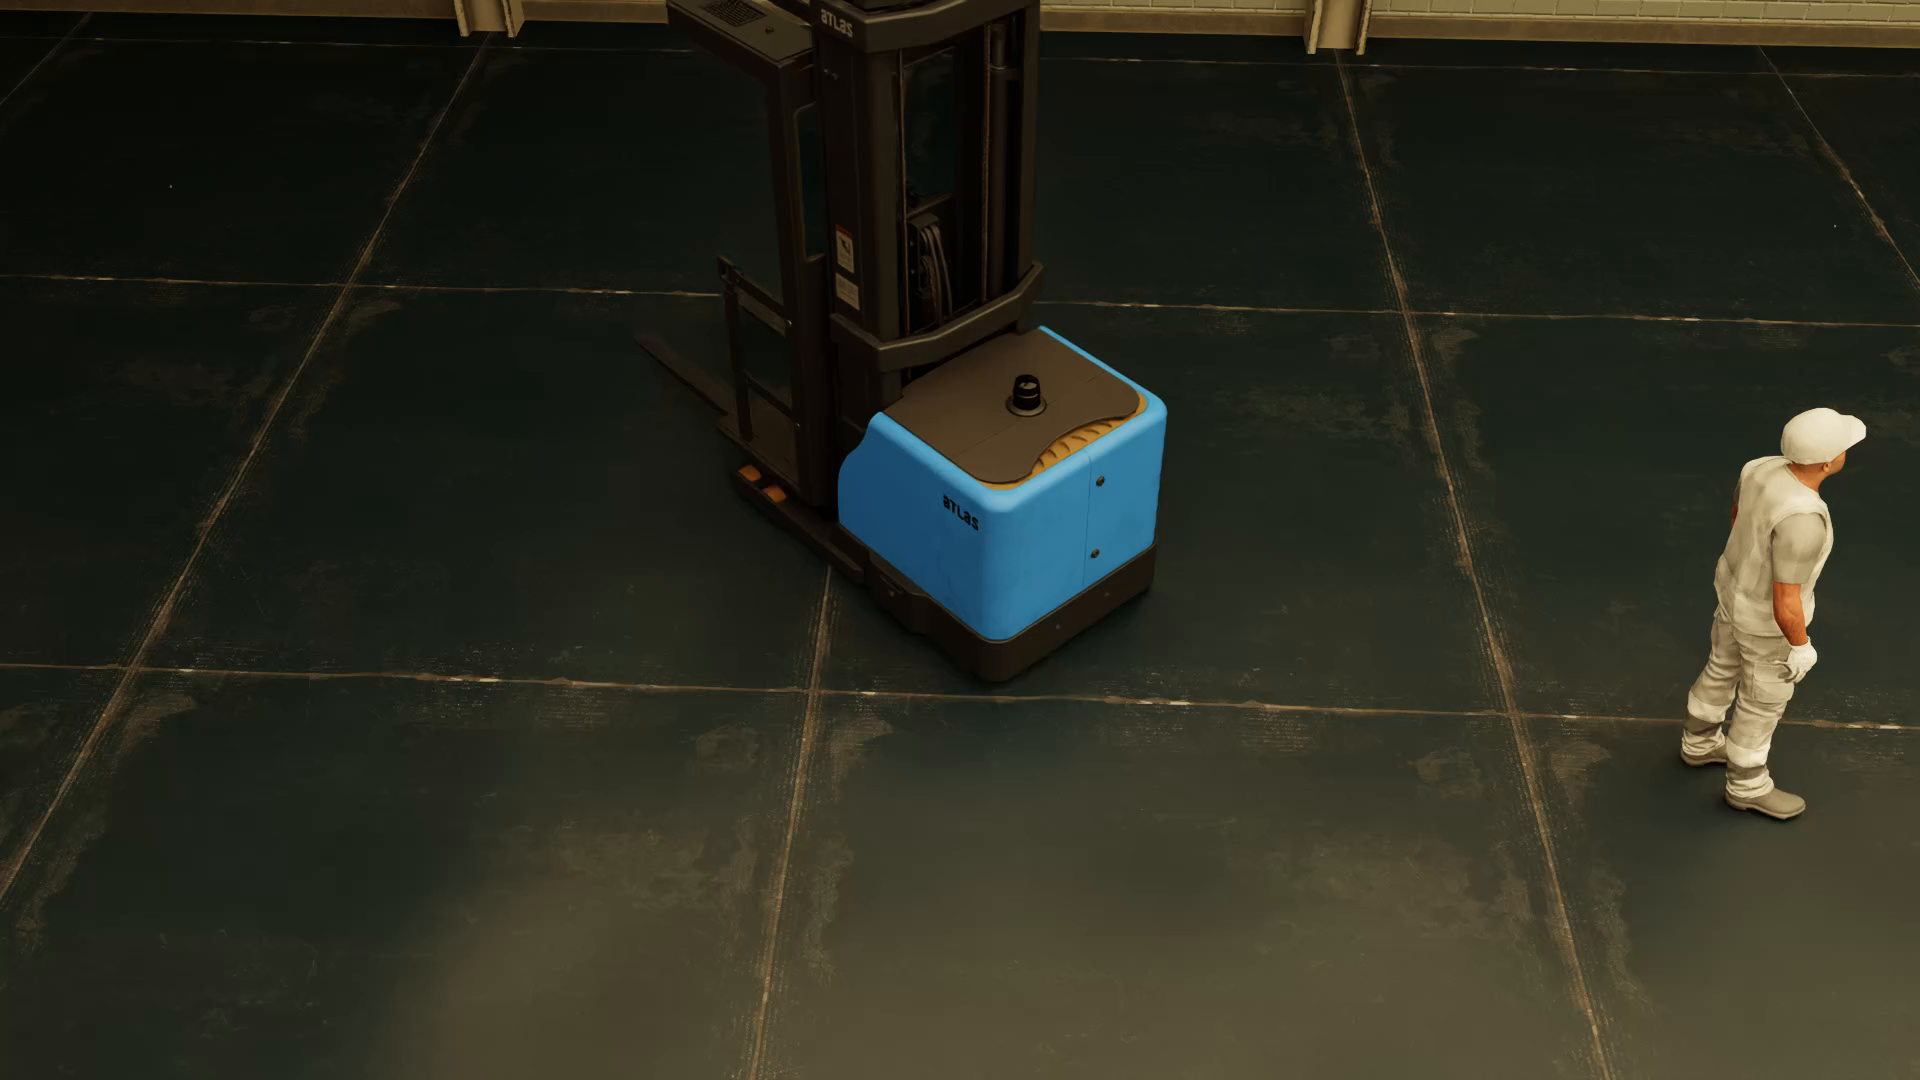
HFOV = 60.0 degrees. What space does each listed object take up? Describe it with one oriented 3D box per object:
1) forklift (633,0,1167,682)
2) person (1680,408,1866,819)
[{"bbox_3d":[-0.470,-1.388,7.262,1.130,2.935,3.031,-31,51,-29],"label":"forklift"},{"bbox_3d":[3.122,0.256,6.298,0.563,1.789,0.638,1,42,1],"label":"person"}]
